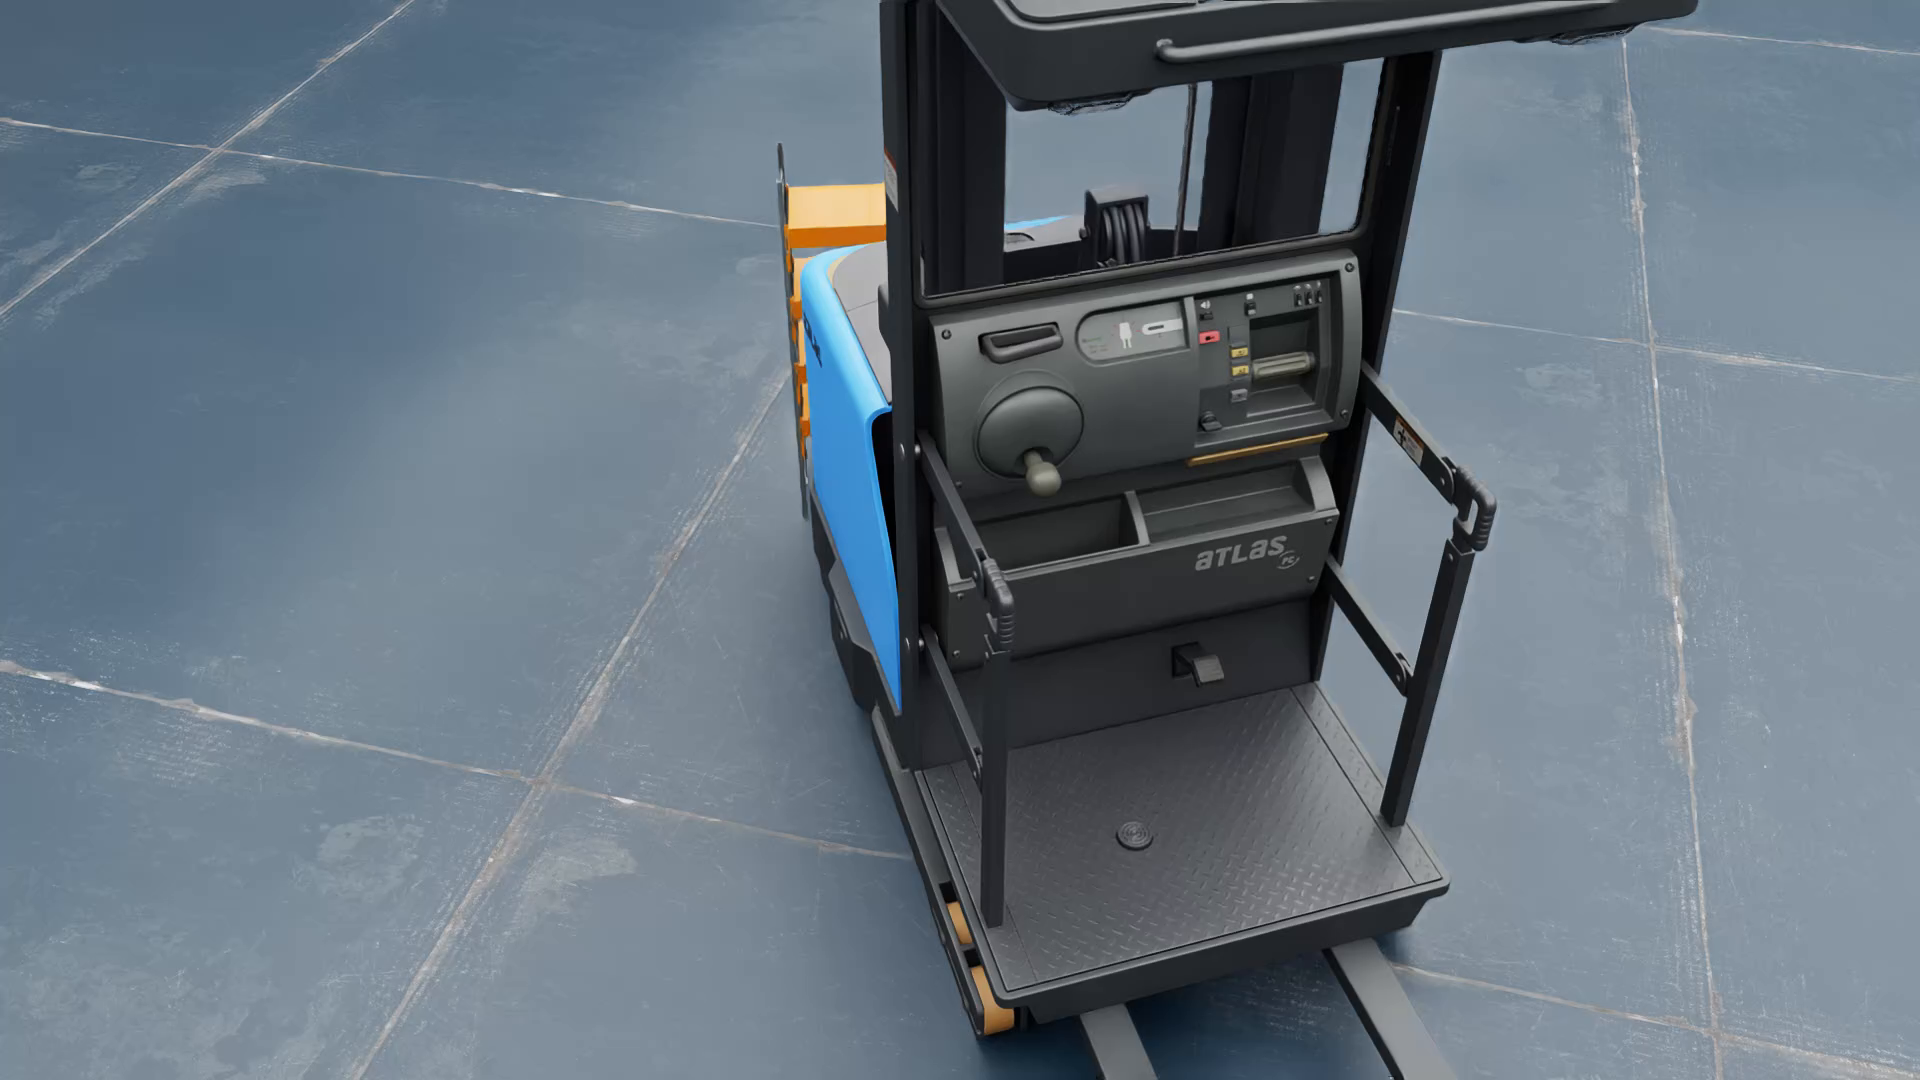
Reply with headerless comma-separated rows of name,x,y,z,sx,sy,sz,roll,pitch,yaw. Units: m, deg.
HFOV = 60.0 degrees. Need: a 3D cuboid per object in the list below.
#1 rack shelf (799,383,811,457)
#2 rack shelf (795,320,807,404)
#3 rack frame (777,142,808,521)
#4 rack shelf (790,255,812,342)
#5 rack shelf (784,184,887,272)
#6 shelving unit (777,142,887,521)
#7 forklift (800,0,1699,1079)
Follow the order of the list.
rack shelf,-0.260,-0.405,5.213,0.480,0.148,0.258,-3,40,-3
rack shelf,-0.260,-0.557,5.085,0.480,0.148,0.258,-3,40,-3
rack frame,-0.504,-0.597,5.027,0.015,1.200,0.240,-3,40,-3
rack shelf,-0.260,-0.729,4.941,0.480,0.148,0.258,-3,40,-3
rack shelf,-0.260,-0.910,4.789,0.480,0.148,0.258,-3,40,-3
shelving unit,-0.260,-0.609,5.042,0.503,1.200,0.258,-3,40,-3
forklift,0.465,-0.263,3.284,1.130,2.935,3.031,-11,41,-13
